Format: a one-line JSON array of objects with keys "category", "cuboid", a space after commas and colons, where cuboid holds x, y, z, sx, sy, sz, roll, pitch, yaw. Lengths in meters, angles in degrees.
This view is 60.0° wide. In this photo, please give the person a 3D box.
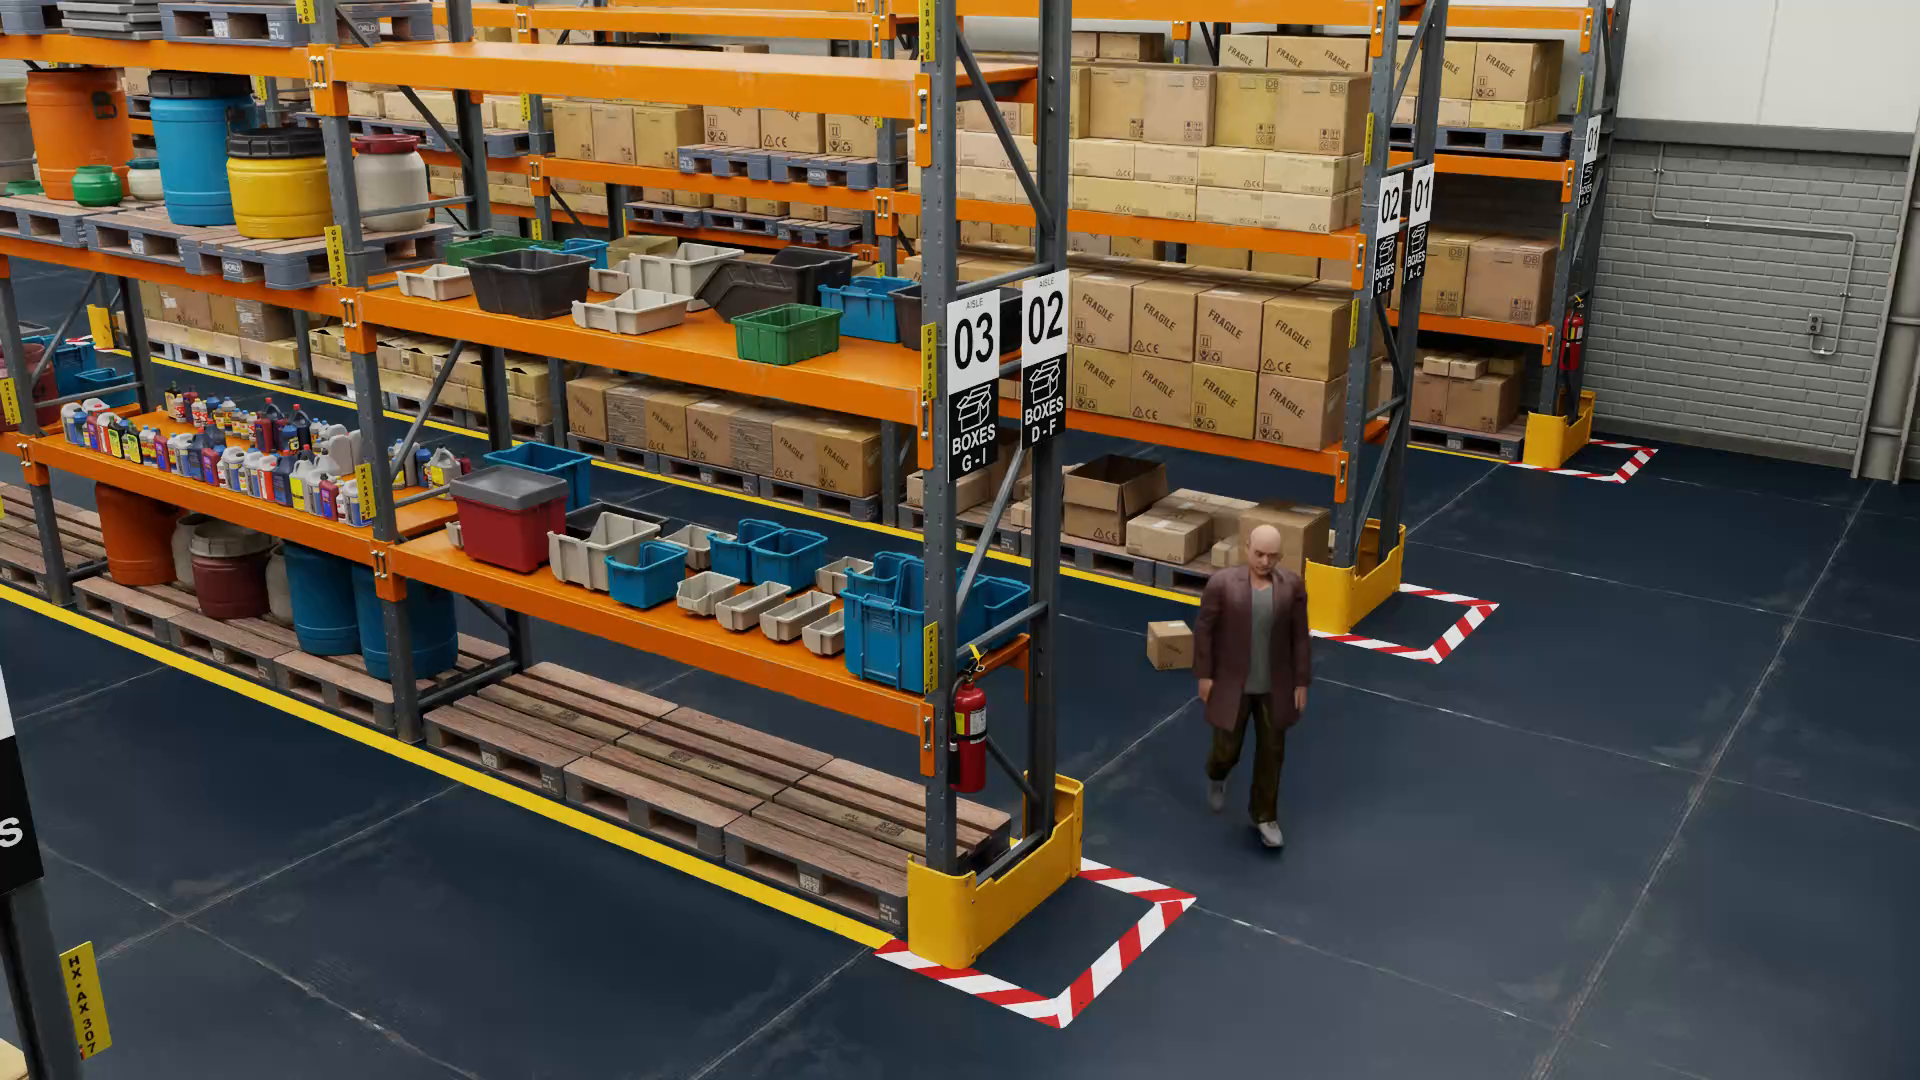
[{"category": "person", "cuboid": [1.559, 0.742, 8.931, 0.632, 1.769, 0.620, -1, 20, -3]}]
